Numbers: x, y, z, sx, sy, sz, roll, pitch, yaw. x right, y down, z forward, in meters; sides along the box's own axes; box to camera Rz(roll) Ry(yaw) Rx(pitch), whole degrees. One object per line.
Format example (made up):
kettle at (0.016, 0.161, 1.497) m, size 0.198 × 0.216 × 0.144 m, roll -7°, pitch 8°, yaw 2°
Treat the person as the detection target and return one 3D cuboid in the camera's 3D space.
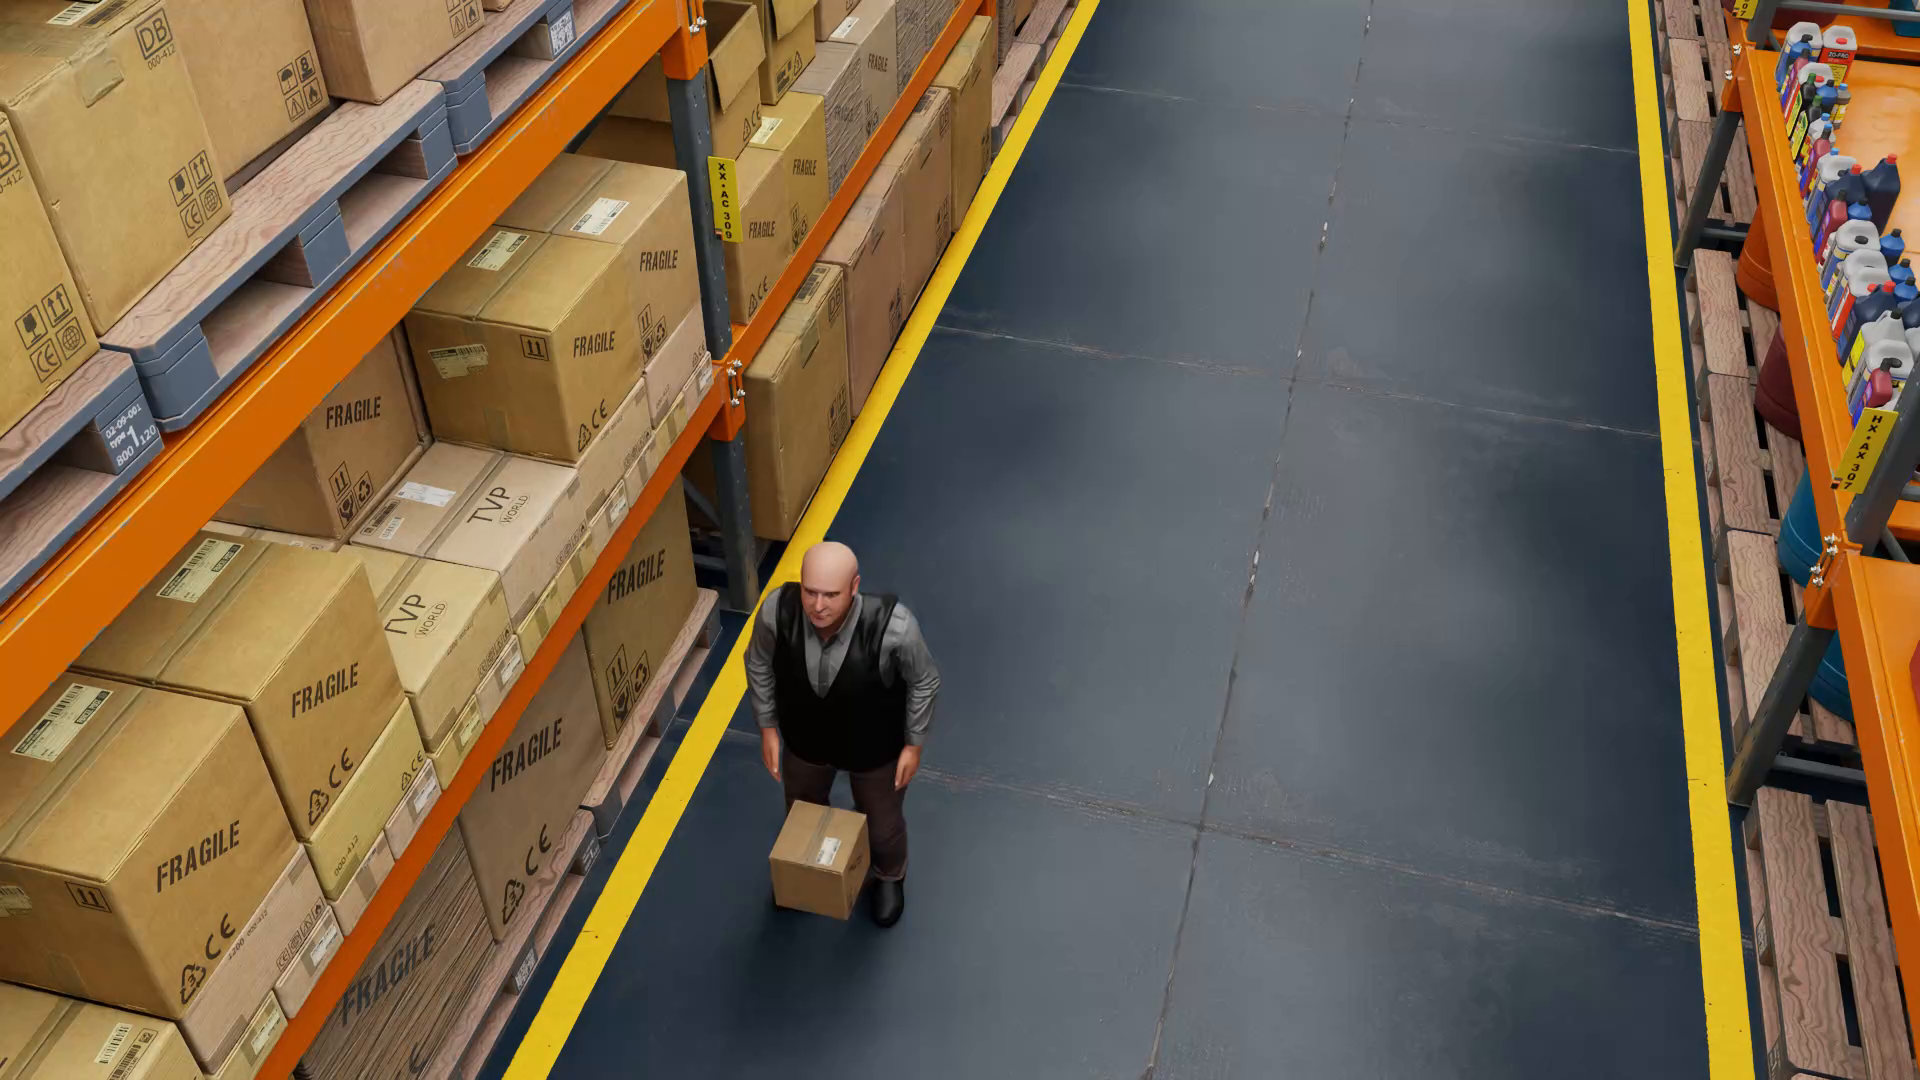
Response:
person at (-0.383, 0.643, 5.434) m, size 0.633 × 1.715 × 0.424 m, roll 10°, pitch 42°, yaw 11°
